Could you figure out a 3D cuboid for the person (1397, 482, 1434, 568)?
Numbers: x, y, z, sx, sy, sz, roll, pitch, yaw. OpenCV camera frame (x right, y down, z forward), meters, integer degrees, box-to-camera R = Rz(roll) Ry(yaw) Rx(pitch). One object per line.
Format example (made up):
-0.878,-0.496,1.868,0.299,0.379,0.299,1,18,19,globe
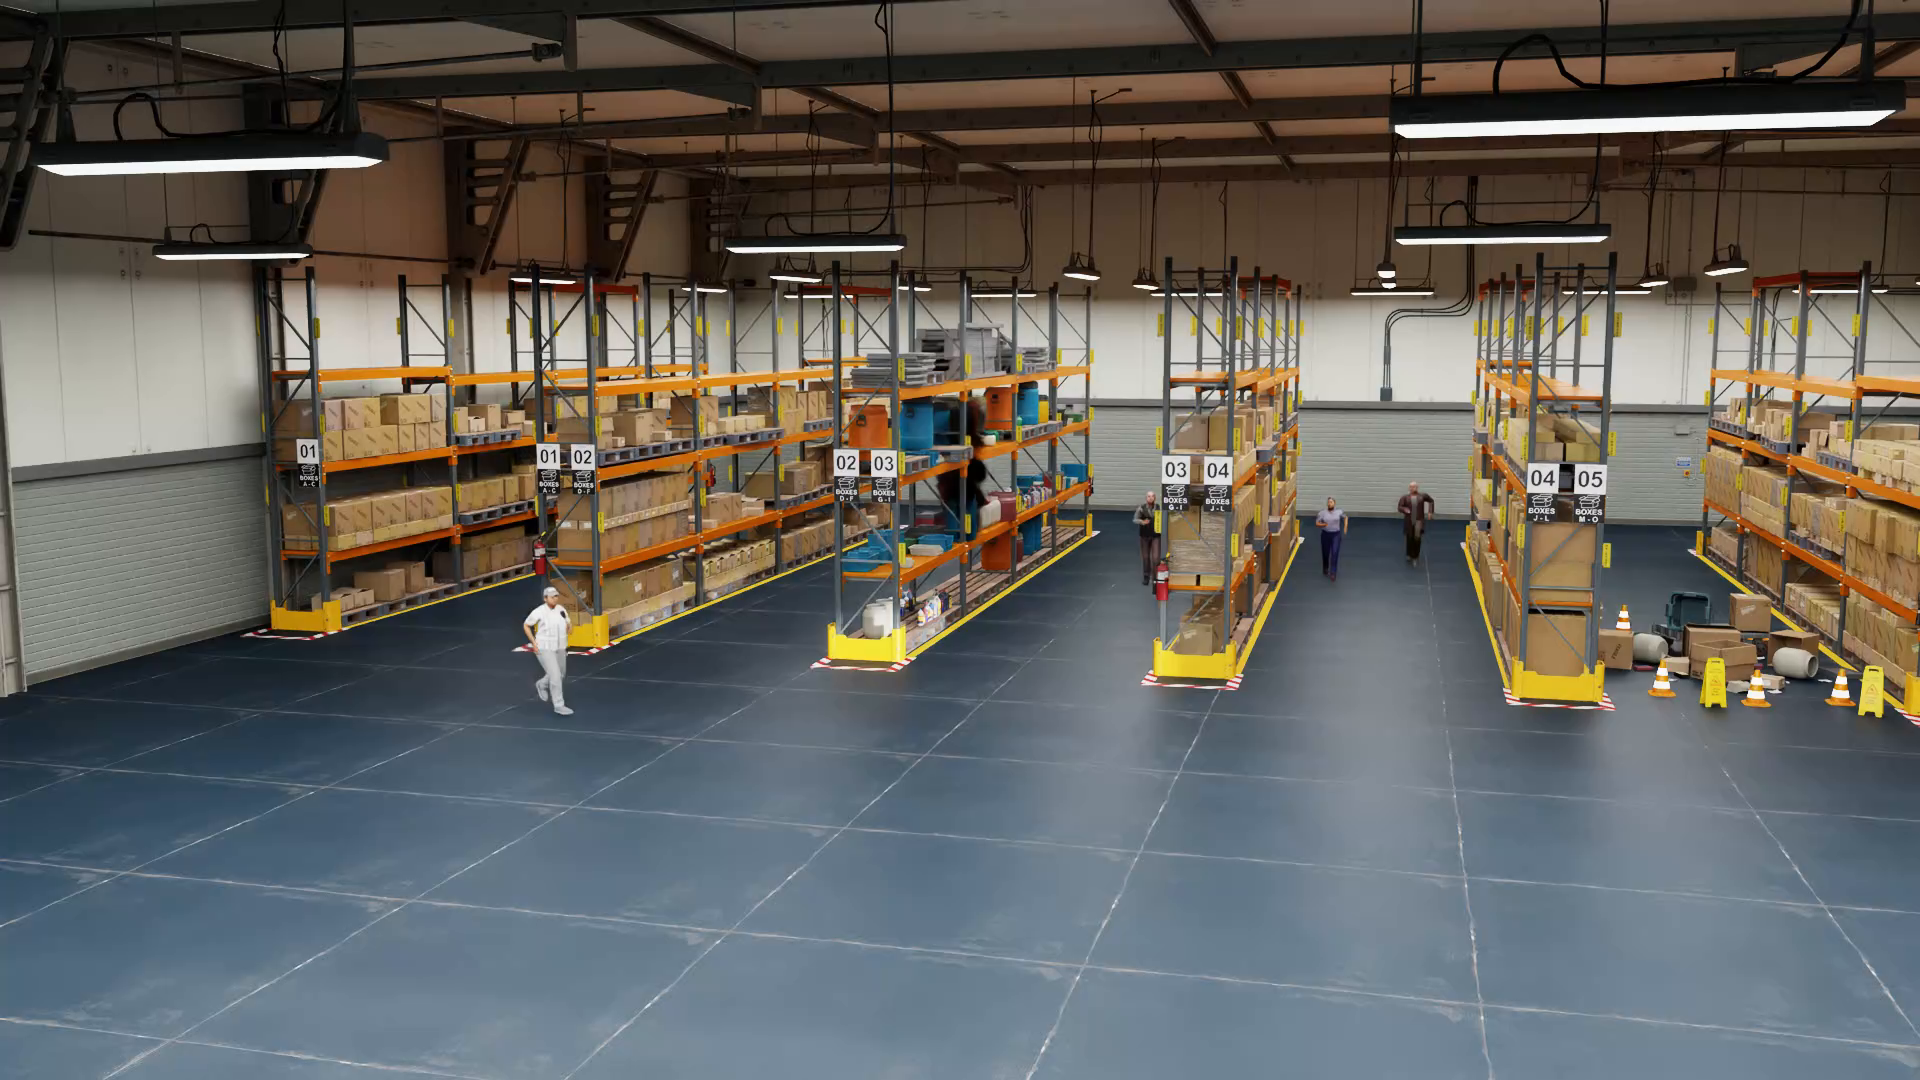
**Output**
9.631,-0.335,35.188,0.729,1.807,0.961,3,8,23,person

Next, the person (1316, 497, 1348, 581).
7.412,-0.051,33.248,0.613,1.602,1.037,2,8,16,person

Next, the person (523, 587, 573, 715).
-5.363,1.423,21.764,0.843,1.644,0.610,6,10,40,person

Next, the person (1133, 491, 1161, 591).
3.473,0.015,30.362,0.645,1.823,0.769,1,7,8,person
